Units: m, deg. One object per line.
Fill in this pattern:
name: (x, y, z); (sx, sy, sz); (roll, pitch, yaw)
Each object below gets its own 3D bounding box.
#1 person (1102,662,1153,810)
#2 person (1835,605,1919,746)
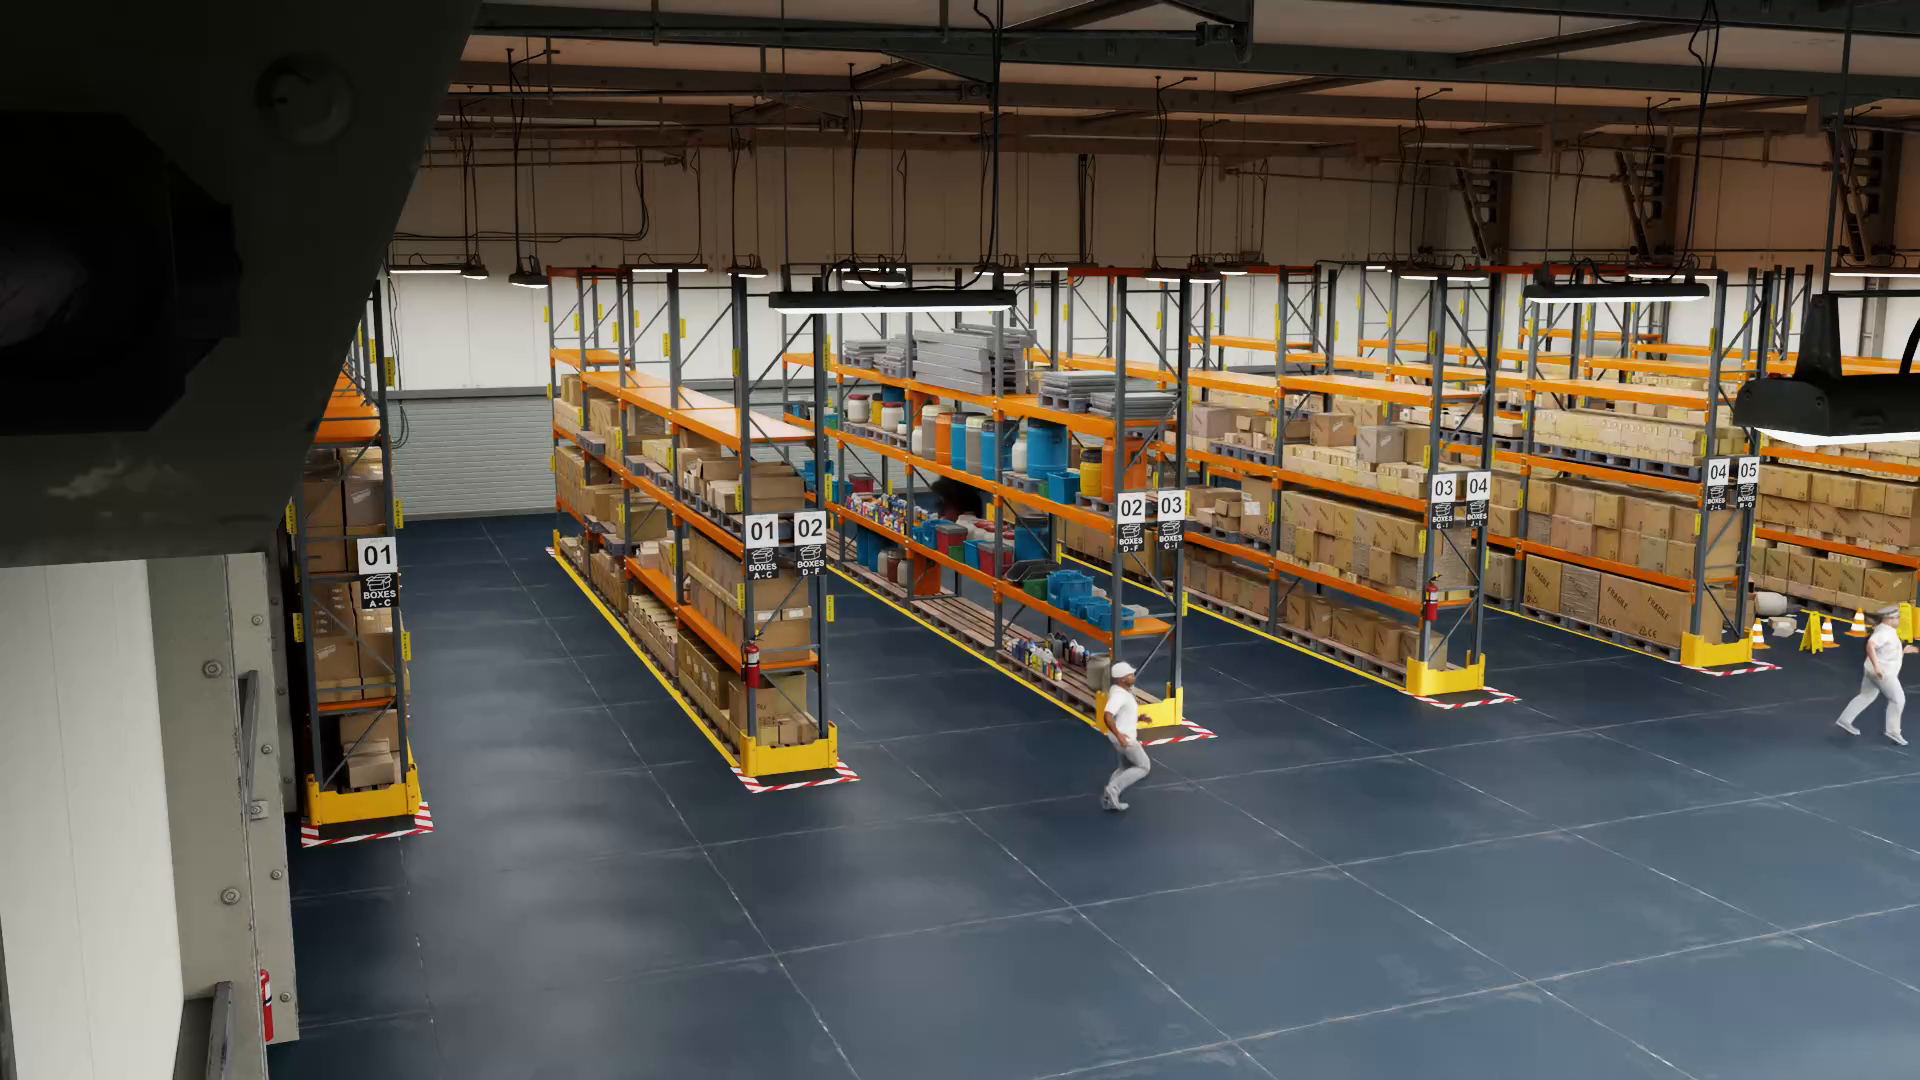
person: (1.896, 2.230, 18.836); (0.605, 1.723, 0.692); (0, 10, 0)
person: (11.930, 1.742, 21.542); (0.854, 1.837, 0.628); (2, 10, 12)
